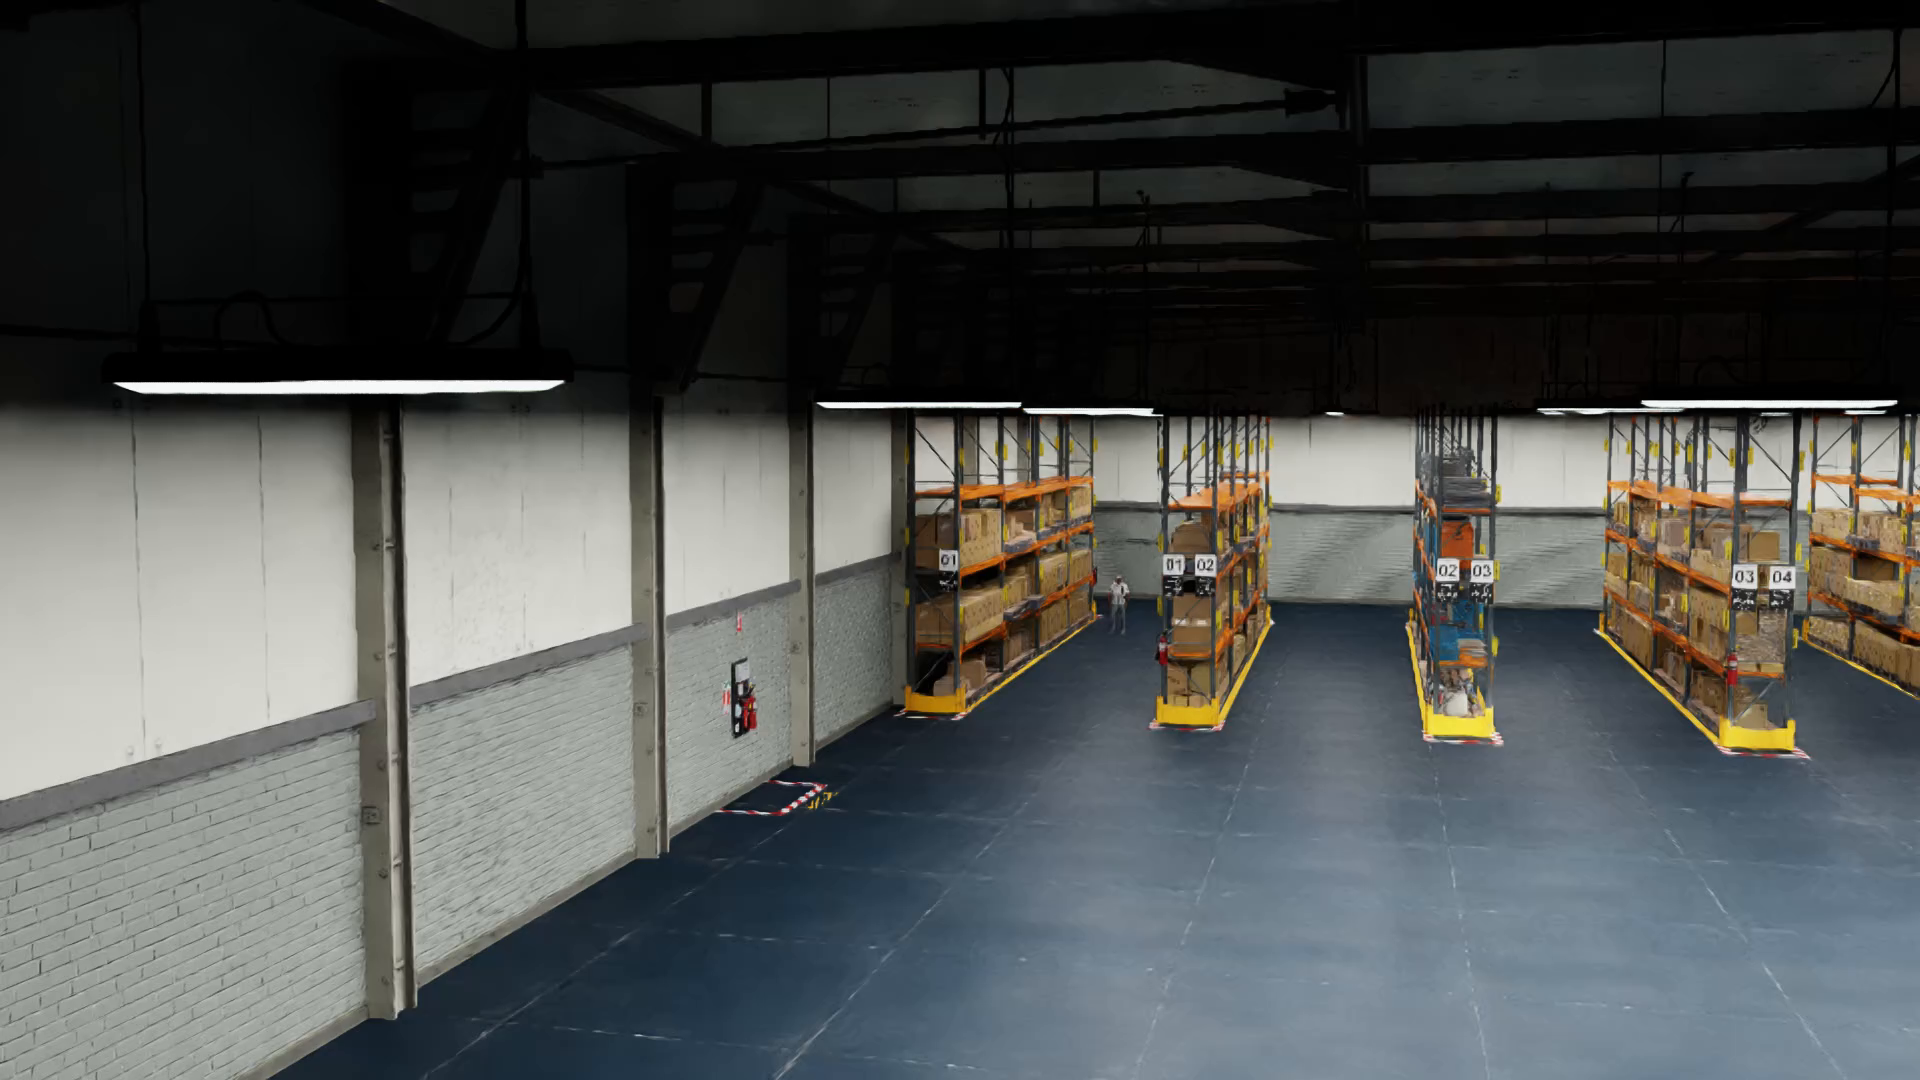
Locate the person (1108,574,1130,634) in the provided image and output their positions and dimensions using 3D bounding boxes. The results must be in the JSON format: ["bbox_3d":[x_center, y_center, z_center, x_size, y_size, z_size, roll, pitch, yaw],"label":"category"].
[{"bbox_3d":[4.222,1.696,44.283,0.592,1.625,0.526,1,4,11],"label":"person"}]
